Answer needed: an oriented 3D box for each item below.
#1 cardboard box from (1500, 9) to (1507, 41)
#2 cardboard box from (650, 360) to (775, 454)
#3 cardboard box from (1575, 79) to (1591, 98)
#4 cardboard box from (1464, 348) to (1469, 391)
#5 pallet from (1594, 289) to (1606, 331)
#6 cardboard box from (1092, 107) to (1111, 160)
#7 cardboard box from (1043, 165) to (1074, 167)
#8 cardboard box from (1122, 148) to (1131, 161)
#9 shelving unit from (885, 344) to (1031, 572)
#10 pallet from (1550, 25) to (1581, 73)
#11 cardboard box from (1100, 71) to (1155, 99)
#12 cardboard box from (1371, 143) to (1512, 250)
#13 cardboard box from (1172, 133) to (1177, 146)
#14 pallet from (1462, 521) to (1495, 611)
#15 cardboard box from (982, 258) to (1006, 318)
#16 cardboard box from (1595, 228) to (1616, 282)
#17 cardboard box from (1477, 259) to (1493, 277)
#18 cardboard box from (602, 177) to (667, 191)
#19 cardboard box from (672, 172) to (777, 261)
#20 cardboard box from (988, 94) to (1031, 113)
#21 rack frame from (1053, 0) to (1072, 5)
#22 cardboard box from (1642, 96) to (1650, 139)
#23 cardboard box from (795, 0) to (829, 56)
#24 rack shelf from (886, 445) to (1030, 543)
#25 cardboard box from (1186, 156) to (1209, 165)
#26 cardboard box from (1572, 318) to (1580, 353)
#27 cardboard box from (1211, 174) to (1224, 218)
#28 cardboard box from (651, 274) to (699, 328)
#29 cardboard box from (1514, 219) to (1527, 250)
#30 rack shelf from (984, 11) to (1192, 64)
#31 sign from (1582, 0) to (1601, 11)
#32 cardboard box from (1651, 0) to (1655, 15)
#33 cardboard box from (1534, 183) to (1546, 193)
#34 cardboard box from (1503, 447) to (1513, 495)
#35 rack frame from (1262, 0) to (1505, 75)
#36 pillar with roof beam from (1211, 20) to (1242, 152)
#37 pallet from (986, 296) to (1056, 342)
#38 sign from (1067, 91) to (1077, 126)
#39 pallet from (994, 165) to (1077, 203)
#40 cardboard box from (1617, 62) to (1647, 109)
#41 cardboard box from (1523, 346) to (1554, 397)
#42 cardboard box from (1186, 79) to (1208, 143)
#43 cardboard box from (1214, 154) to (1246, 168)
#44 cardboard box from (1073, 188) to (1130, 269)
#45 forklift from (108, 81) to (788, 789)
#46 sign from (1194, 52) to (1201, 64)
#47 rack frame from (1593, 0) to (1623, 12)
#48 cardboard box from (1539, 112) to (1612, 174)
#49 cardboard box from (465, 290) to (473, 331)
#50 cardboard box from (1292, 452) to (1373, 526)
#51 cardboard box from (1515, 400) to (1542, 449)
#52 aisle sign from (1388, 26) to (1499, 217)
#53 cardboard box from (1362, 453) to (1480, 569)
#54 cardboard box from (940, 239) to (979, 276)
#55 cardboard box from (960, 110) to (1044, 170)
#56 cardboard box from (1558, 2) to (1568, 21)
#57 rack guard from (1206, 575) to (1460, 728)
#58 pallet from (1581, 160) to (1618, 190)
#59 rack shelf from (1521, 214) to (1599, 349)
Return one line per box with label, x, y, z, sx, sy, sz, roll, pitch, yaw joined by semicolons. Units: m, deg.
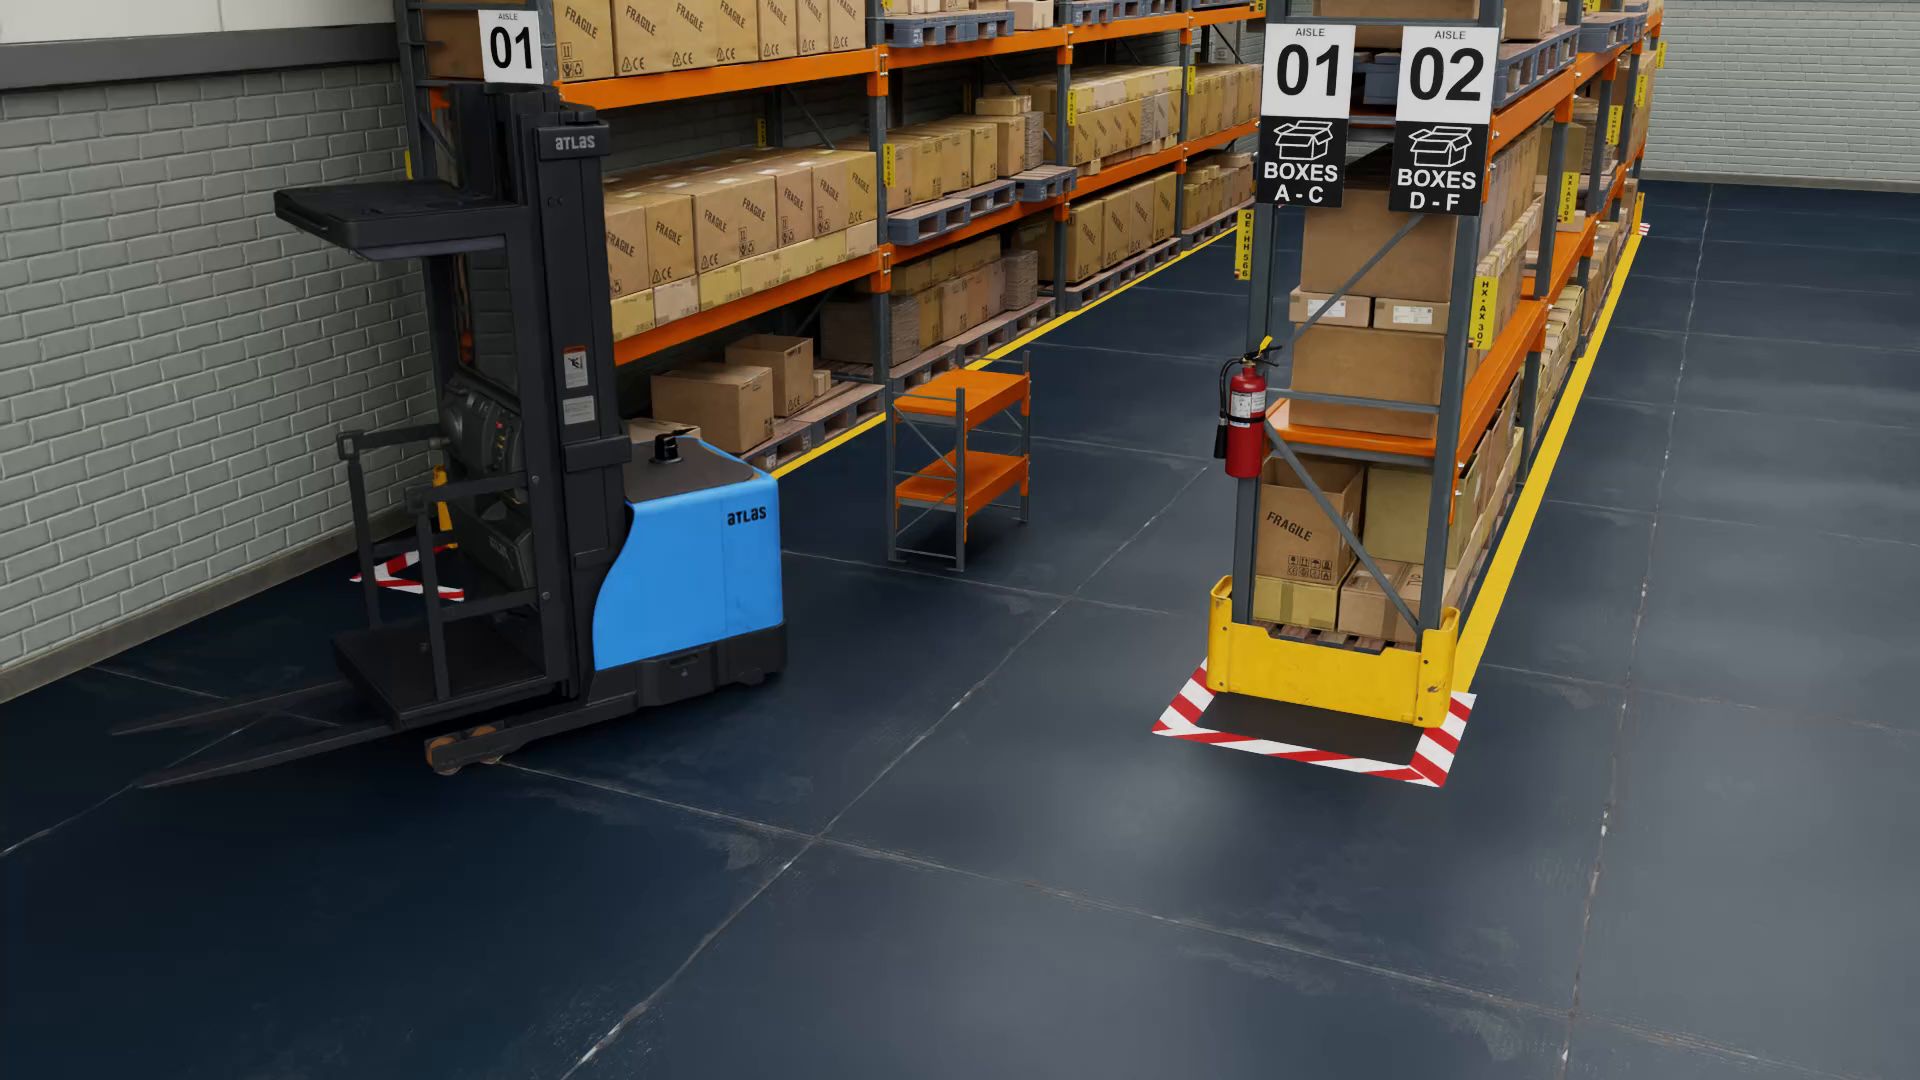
cardboard box;2.477;-2.542;8.201;0.380;0.149;0.250;9;21;23
cardboard box;-1.741;-0.946;11.727;0.700;0.500;0.500;7;21;19
cardboard box;6.720;-5.024;18.478;0.500;0.500;0.500;9;21;23
cardboard box;2.248;-0.997;8.645;0.700;0.500;0.500;9;22;24
pallet;5.952;-2.374;16.828;1.003;0.211;1.213;9;21;23
cardboard box;1.245;-4.240;17.293;0.500;0.500;0.500;9;22;24
cardboard box;0.936;-3.731;16.830;0.380;0.149;0.250;8;21;22
cardboard box;1.668;-4.281;18.375;0.380;0.149;0.250;9;22;24
shelving unit;0.003;-0.532;10.286;0.538;1.125;1.048;9;21;23
pallet;3.147;-2.977;10.020;1.003;0.211;1.213;9;21;23
cardboard box;1.843;-5.055;18.465;0.500;0.250;0.500;9;21;24
cardboard box;2.680;-1.932;9.339;0.700;0.500;0.500;9;21;23
cardboard box;2.348;-4.743;19.674;0.380;0.149;0.250;9;21;23
pallet;2.611;0.055;9.998;1.003;0.211;1.213;9;21;23
cardboard box;0.026;-2.432;15.905;0.700;0.500;0.500;9;21;23
cardboard box;6.598;-3.005;17.516;0.500;0.500;0.500;9;21;23
cardboard box;2.613;-1.406;8.829;0.380;0.149;0.250;8;21;21
cardboard box;-2.264;-2.102;10.979;0.500;0.500;0.500;8;21;21
cardboard box;-1.587;-2.189;11.222;0.500;0.500;0.500;9;22;24
cardboard box;0.476;-4.222;16.090;0.380;0.149;0.250;6;20;16
rack frame;0.590;-6.598;15.592;1.000;3.000;0.127;9;21;23
cardboard box;8.242;-5.252;20.612;0.500;0.500;0.500;9;21;23
cardboard box;-1.248;-3.677;11.677;0.500;0.500;0.500;7;21;18
rack shelf;0.003;-0.302;10.368;0.538;0.278;1.000;9;21;23
cardboard box;3.126;-5.071;22.388;0.380;0.149;0.250;9;21;23
cardboard box;5.118;-1.801;14.533;0.500;0.250;0.500;9;22;24
cardboard box;3.049;-4.539;21.858;0.700;0.500;0.500;9;22;24
cardboard box;-1.997;-1.531;10.491;0.500;0.250;0.500;8;21;21
cardboard box;3.242;-1.874;10.145;0.380;0.149;0.250;9;21;23
rack shelf;1.409;-5.457;17.934;1.077;0.370;4.000;9;21;23
sign;3.980;-3.489;10.436;0.100;0.325;0.005;9;21;23
cardboard box;7.588;-6.078;18.830;0.500;0.250;0.500;9;21;23
cardboard box;4.223;-2.464;12.771;0.500;0.500;0.500;9;21;23
cardboard box;3.268;-0.449;10.732;0.500;0.250;0.500;9;21;23
rack frame;1.835;-3.474;6.807;1.000;3.000;0.127;9;21;23
pillar with roof beam;8.110;-9.397;23.462;9.100;9.000;0.400;9;21;23
pallet;0.268;-2.219;16.393;1.003;0.211;1.213;9;21;23
sign;1.089;-4.208;16.215;0.100;0.325;0.005;9;21;23
pallet;0.395;-3.449;15.976;1.213;0.211;1.003;9;21;23
cardboard box;7.409;-5.097;18.683;0.500;0.500;0.500;8;21;21
cardboard box;4.079;-1.281;12.235;0.500;0.311;0.500;8;21;22
cardboard box;2.465;-5.299;20.445;0.980;0.700;0.700;9;21;24
cardboard box;3.680;-5.173;22.673;0.380;0.149;0.250;9;22;24
cardboard box;1.375;-3.430;18.219;0.750;0.750;0.750;8;21;22
forklift;-2.374;-0.524;7.567;3.031;2.935;1.130;-13;24;-33
sign;3.362;-6.740;23.535;0.100;0.325;0.005;9;21;23
rack frame;5.111;-5.920;13.684;1.000;3.000;0.127;9;21;23
cardboard box;5.814;-3.799;15.899;0.700;0.500;0.500;13;23;33
cardboard box;-2.672;-1.434;10.219;0.500;0.250;0.500;9;21;23
cardboard box;2.179;-0.416;9.518;0.500;0.500;0.500;9;21;23
cardboard box;3.864;-0.862;11.892;0.500;0.250;0.500;8;21;21
aisle sign;2.087;-1.810;7.202;0.394;0.787;0.004;9;21;23
cardboard box;2.460;-0.190;8.883;0.500;0.500;0.500;9;21;23
cardboard box;-0.154;-2.604;15.268;0.500;0.250;0.500;8;21;22
cardboard box;0.406;-3.881;16.099;0.700;0.500;0.500;6;20;16
cardboard box;4.312;-3.987;12.323;0.500;0.250;0.500;7;21;18
rack guard;1.825;0.538;8.211;1.175;0.500;0.348;9;21;23
pallet;5.903;-3.598;16.395;1.003;0.211;1.213;9;21;23
rack shelf;4.292;-2.143;13.091;1.077;0.370;4.000;9;21;23
